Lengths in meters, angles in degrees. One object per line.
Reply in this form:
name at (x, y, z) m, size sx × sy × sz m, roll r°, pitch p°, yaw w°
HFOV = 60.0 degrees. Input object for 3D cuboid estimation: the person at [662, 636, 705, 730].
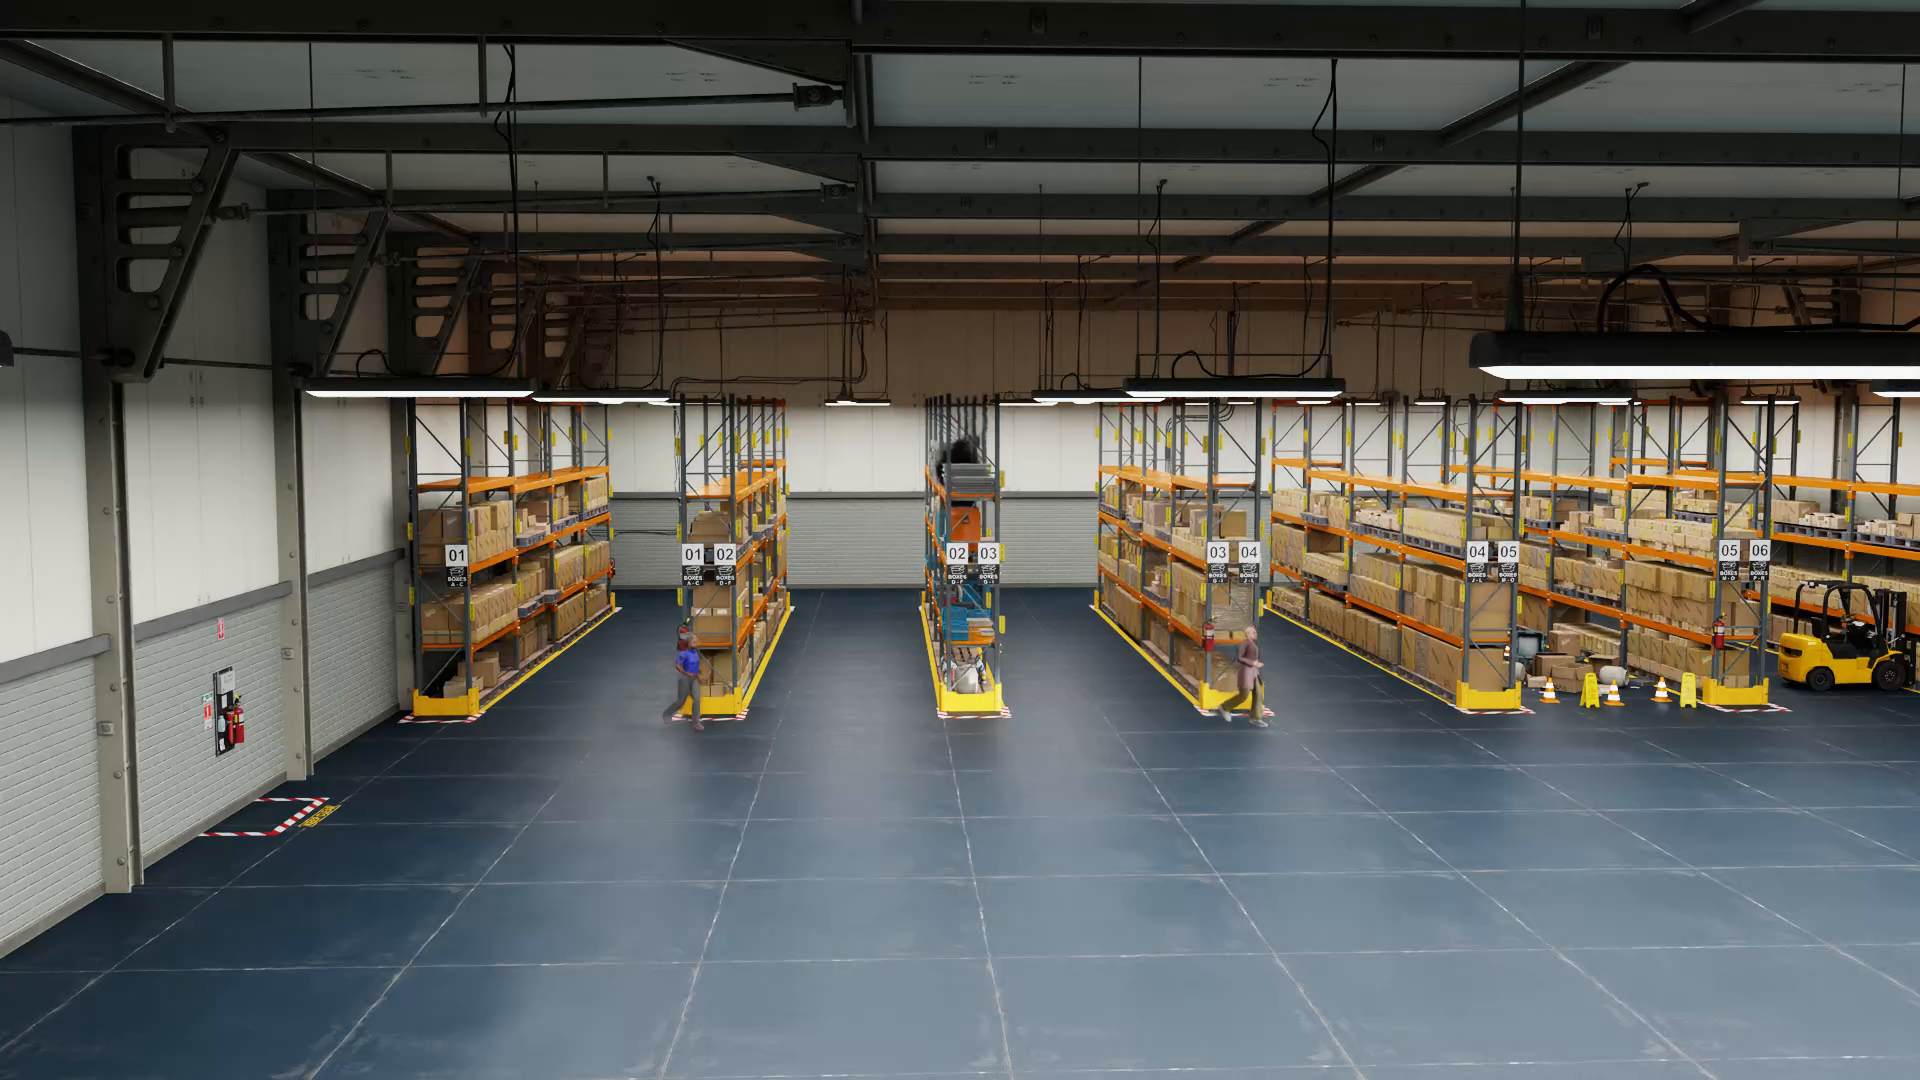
person at (-4.848, 2.545, 29.823) m, size 0.924 × 1.624 × 0.660 m, roll 3°, pitch 5°, yaw 33°

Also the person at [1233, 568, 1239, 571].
person at (7.710, 1.180, 46.279) m, size 0.704 × 1.824 × 0.902 m, roll 0°, pitch 5°, yaw 2°

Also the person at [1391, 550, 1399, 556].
person at (12.911, 0.942, 49.355) m, size 0.781 × 1.735 × 0.683 m, roll 0°, pitch 5°, yaw 6°

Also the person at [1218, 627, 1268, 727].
person at (5.191, 2.460, 30.124) m, size 0.959 × 1.776 × 0.722 m, roll 3°, pitch 5°, yaw 34°
